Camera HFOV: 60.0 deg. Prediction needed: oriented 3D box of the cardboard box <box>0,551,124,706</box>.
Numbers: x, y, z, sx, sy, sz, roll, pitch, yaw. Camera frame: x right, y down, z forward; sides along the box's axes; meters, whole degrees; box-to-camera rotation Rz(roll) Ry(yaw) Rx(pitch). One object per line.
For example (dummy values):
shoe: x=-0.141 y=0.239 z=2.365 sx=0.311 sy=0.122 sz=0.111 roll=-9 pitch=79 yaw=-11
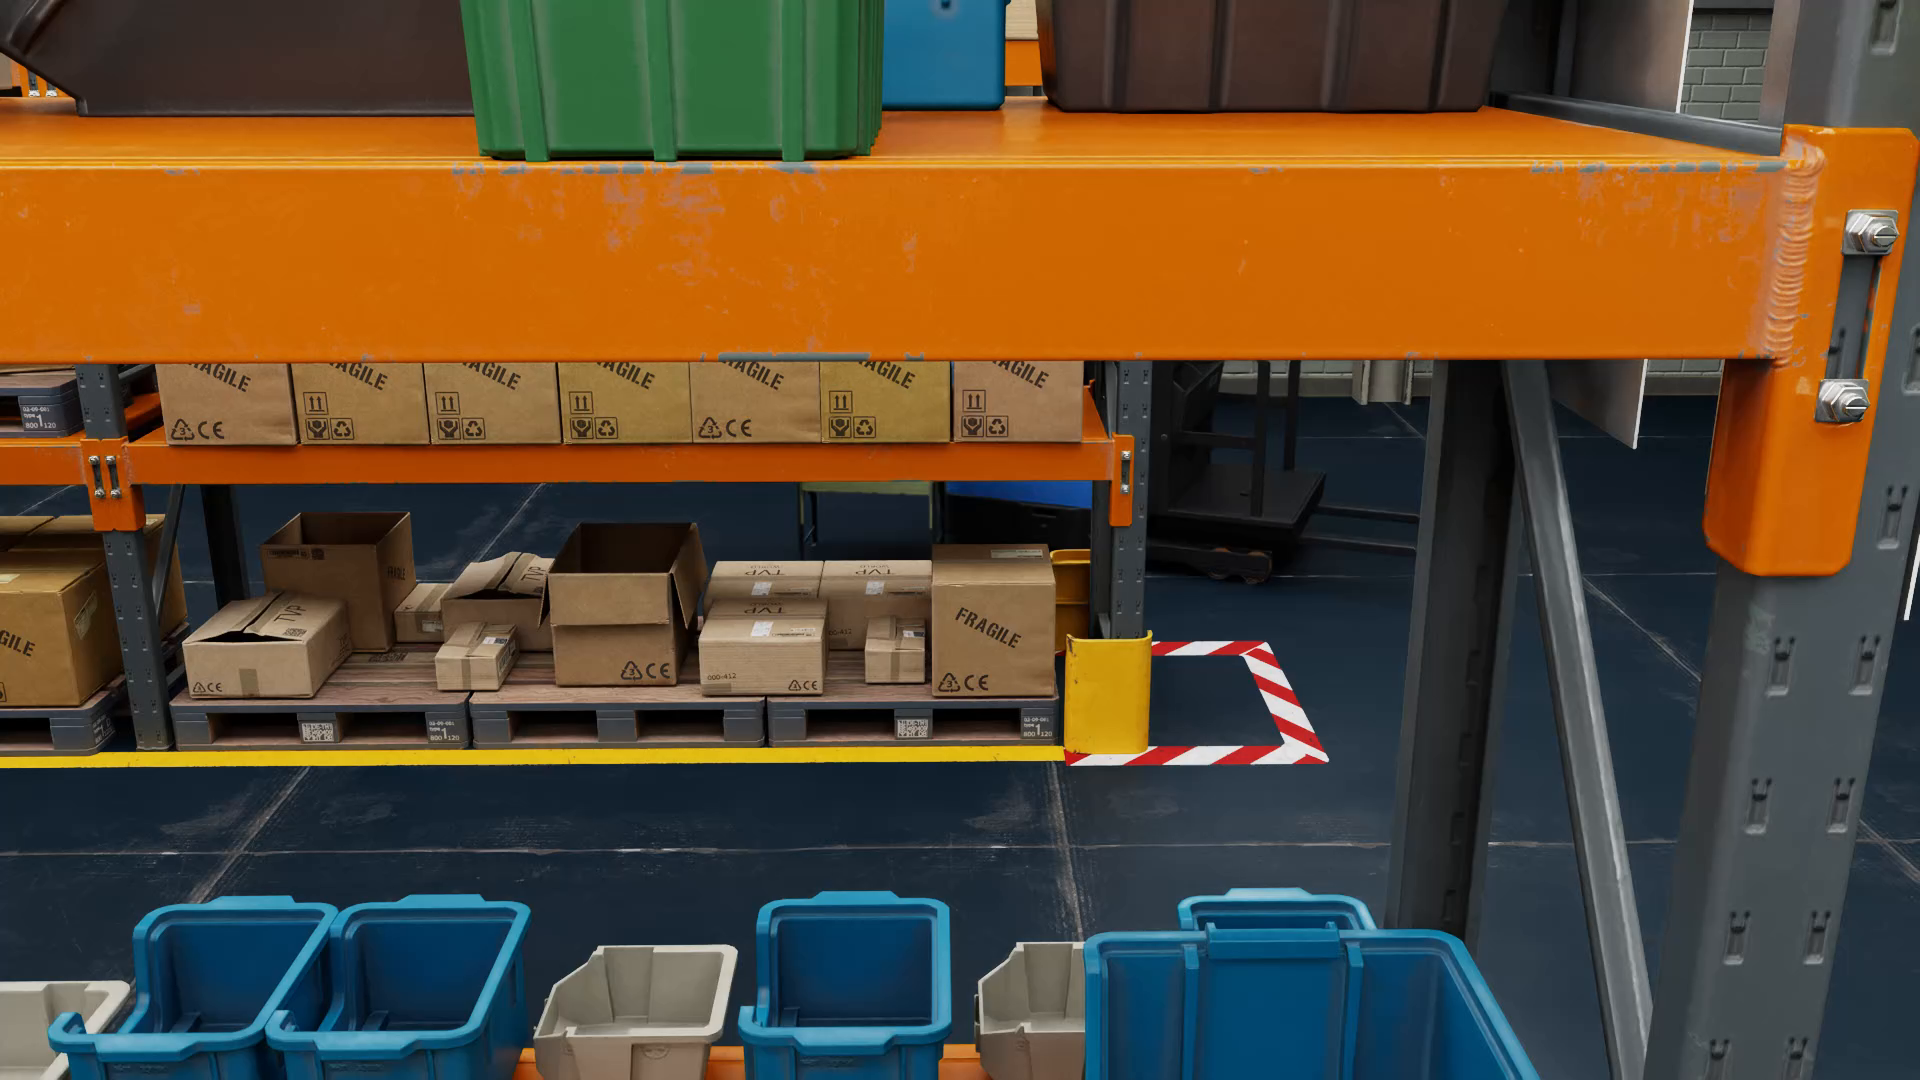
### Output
cardboard box: x=-3.816 y=0.361 z=6.885 sx=0.500 sy=0.500 sz=0.500 roll=0 pitch=18 yaw=-1

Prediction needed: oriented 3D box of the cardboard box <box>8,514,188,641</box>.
cardboard box: x=-3.815 y=0.199 z=7.390 sx=0.500 sy=0.500 sz=0.500 roll=-1 pitch=18 yaw=-3

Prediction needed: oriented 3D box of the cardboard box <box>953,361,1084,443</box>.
cardboard box: x=0.229 y=-0.692 z=6.629 sx=0.500 sy=0.500 sz=0.500 roll=0 pitch=18 yaw=1

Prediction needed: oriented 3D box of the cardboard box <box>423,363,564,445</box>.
cardboard box: x=-1.801 y=-0.682 z=6.599 sx=0.500 sy=0.500 sz=0.500 roll=0 pitch=18 yaw=-1

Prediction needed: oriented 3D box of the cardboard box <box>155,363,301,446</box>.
cardboard box: x=-2.813 y=-0.677 z=6.583 sx=0.500 sy=0.500 sz=0.500 roll=0 pitch=18 yaw=1

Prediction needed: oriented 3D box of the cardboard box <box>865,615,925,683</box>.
cardboard box: x=-0.274 y=0.463 z=7.113 sx=0.250 sy=0.166 sz=0.380 roll=0 pitch=18 yaw=-1

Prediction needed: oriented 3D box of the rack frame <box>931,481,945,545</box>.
rack frame: x=-0.118 y=-0.608 z=8.986 sx=0.023 sy=1.500 sz=0.400 roll=2 pitch=18 yaw=7

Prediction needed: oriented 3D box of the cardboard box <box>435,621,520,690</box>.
cardboard box: x=-2.040 y=0.486 z=7.039 sx=0.250 sy=0.166 sz=0.380 roll=0 pitch=18 yaw=-1

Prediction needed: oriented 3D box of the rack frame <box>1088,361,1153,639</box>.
rack frame: x=0.672 y=-0.729 z=6.910 sx=0.127 sy=3.000 sz=1.000 roll=0 pitch=18 yaw=-1

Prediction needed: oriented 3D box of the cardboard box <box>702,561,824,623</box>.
cardboard box: x=-0.876 y=0.291 z=7.510 sx=0.500 sy=0.250 sz=0.500 roll=0 pitch=18 yaw=-1

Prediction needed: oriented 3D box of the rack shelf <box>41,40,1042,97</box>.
rack shelf: x=-1.328 y=-1.805 z=6.532 sx=4.000 sy=0.370 sz=1.077 roll=0 pitch=18 yaw=-1

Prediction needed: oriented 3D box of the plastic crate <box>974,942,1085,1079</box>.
plastic crate: x=0.172 y=0.757 z=2.609 sx=0.298 sy=0.136 sz=0.250 roll=0 pitch=18 yaw=-1

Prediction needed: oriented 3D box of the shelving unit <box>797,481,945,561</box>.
shelving unit: x=-0.481 y=-0.621 z=9.029 sx=0.755 sy=1.500 sz=0.431 roll=2 pitch=18 yaw=7

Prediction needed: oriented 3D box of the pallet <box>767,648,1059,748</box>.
pallet: x=-0.201 y=0.603 z=7.322 sx=1.213 sy=0.211 sz=1.003 roll=0 pitch=18 yaw=-1

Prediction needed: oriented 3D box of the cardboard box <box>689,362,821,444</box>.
cardboard box: x=-0.789 y=-0.687 z=6.616 sx=0.500 sy=0.500 sz=0.500 roll=0 pitch=18 yaw=0

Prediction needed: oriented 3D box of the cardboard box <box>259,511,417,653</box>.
cardboard box: x=-2.762 y=0.181 z=7.443 sx=0.500 sy=0.500 sz=0.500 roll=0 pitch=18 yaw=-1

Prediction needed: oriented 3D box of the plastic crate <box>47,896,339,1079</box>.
plastic crate: x=-1.122 y=0.743 z=2.496 sx=0.300 sy=0.233 sz=0.416 roll=0 pitch=18 yaw=-1

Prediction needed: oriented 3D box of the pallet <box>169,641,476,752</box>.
pallet: x=-2.641 y=0.615 z=7.286 sx=1.213 sy=0.211 sz=1.003 roll=0 pitch=18 yaw=-1

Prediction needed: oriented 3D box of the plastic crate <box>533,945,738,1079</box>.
plastic crate: x=-0.506 y=0.761 z=2.599 sx=0.298 sy=0.136 sz=0.250 roll=0 pitch=18 yaw=-1

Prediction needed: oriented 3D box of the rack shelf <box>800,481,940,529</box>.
rack shelf: x=-0.481 y=-0.311 z=9.128 sx=0.720 sy=0.370 sz=0.431 roll=2 pitch=18 yaw=7

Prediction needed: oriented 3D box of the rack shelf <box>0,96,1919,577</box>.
rack shelf: x=-1.253 y=-0.293 z=1.816 sx=4.000 sy=0.370 sz=1.077 roll=0 pitch=18 yaw=-1

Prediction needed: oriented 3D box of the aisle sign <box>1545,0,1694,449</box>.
aisle sign: x=0.814 y=-0.545 z=2.081 sx=0.004 sy=0.787 sz=0.394 roll=0 pitch=18 yaw=-1

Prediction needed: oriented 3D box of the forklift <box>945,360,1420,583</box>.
forklift: x=1.484 y=-1.349 z=8.954 sx=3.031 sy=2.935 sz=1.130 roll=6 pitch=19 yaw=19

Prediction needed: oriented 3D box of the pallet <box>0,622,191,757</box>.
pallet: x=-4.140 y=0.633 z=7.228 sx=1.213 sy=0.211 sz=1.003 roll=0 pitch=18 yaw=-1

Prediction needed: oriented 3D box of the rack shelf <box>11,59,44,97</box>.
rack shelf: x=-5.327 y=-1.786 z=6.472 sx=4.000 sy=0.370 sz=1.077 roll=0 pitch=18 yaw=-1

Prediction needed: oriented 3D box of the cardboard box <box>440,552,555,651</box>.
cardboard box: x=-2.012 y=0.268 z=7.484 sx=0.500 sy=0.311 sz=0.500 roll=0 pitch=18 yaw=-1

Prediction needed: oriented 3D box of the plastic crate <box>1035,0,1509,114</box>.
plastic crate: x=0.357 y=-0.666 z=2.016 sx=0.590 sy=0.269 sz=0.497 roll=0 pitch=18 yaw=-1

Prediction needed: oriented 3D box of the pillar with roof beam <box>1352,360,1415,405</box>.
pillar with roof beam: x=3.344 y=-4.061 z=7.476 sx=0.400 sy=9.000 sz=9.100 roll=0 pitch=18 yaw=-1

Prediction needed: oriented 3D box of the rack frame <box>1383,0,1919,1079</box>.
rack frame: x=0.747 y=0.785 z=2.191 sx=0.053 sy=2.616 sz=0.949 roll=0 pitch=18 yaw=-1

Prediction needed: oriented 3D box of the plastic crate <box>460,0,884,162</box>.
plastic crate: x=-0.235 y=-0.452 z=1.482 sx=0.336 sy=0.188 sz=0.450 roll=0 pitch=18 yaw=-1

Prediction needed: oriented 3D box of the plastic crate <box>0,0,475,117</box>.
plastic crate: x=-0.785 y=-0.692 z=1.984 sx=0.767 sy=0.338 sz=0.504 roll=0 pitch=18 yaw=-1

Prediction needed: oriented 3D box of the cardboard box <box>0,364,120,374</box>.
cardboard box: x=-3.805 y=-1.024 z=6.977 sx=0.500 sy=0.500 sz=0.700 roll=-6 pitch=19 yaw=-19
